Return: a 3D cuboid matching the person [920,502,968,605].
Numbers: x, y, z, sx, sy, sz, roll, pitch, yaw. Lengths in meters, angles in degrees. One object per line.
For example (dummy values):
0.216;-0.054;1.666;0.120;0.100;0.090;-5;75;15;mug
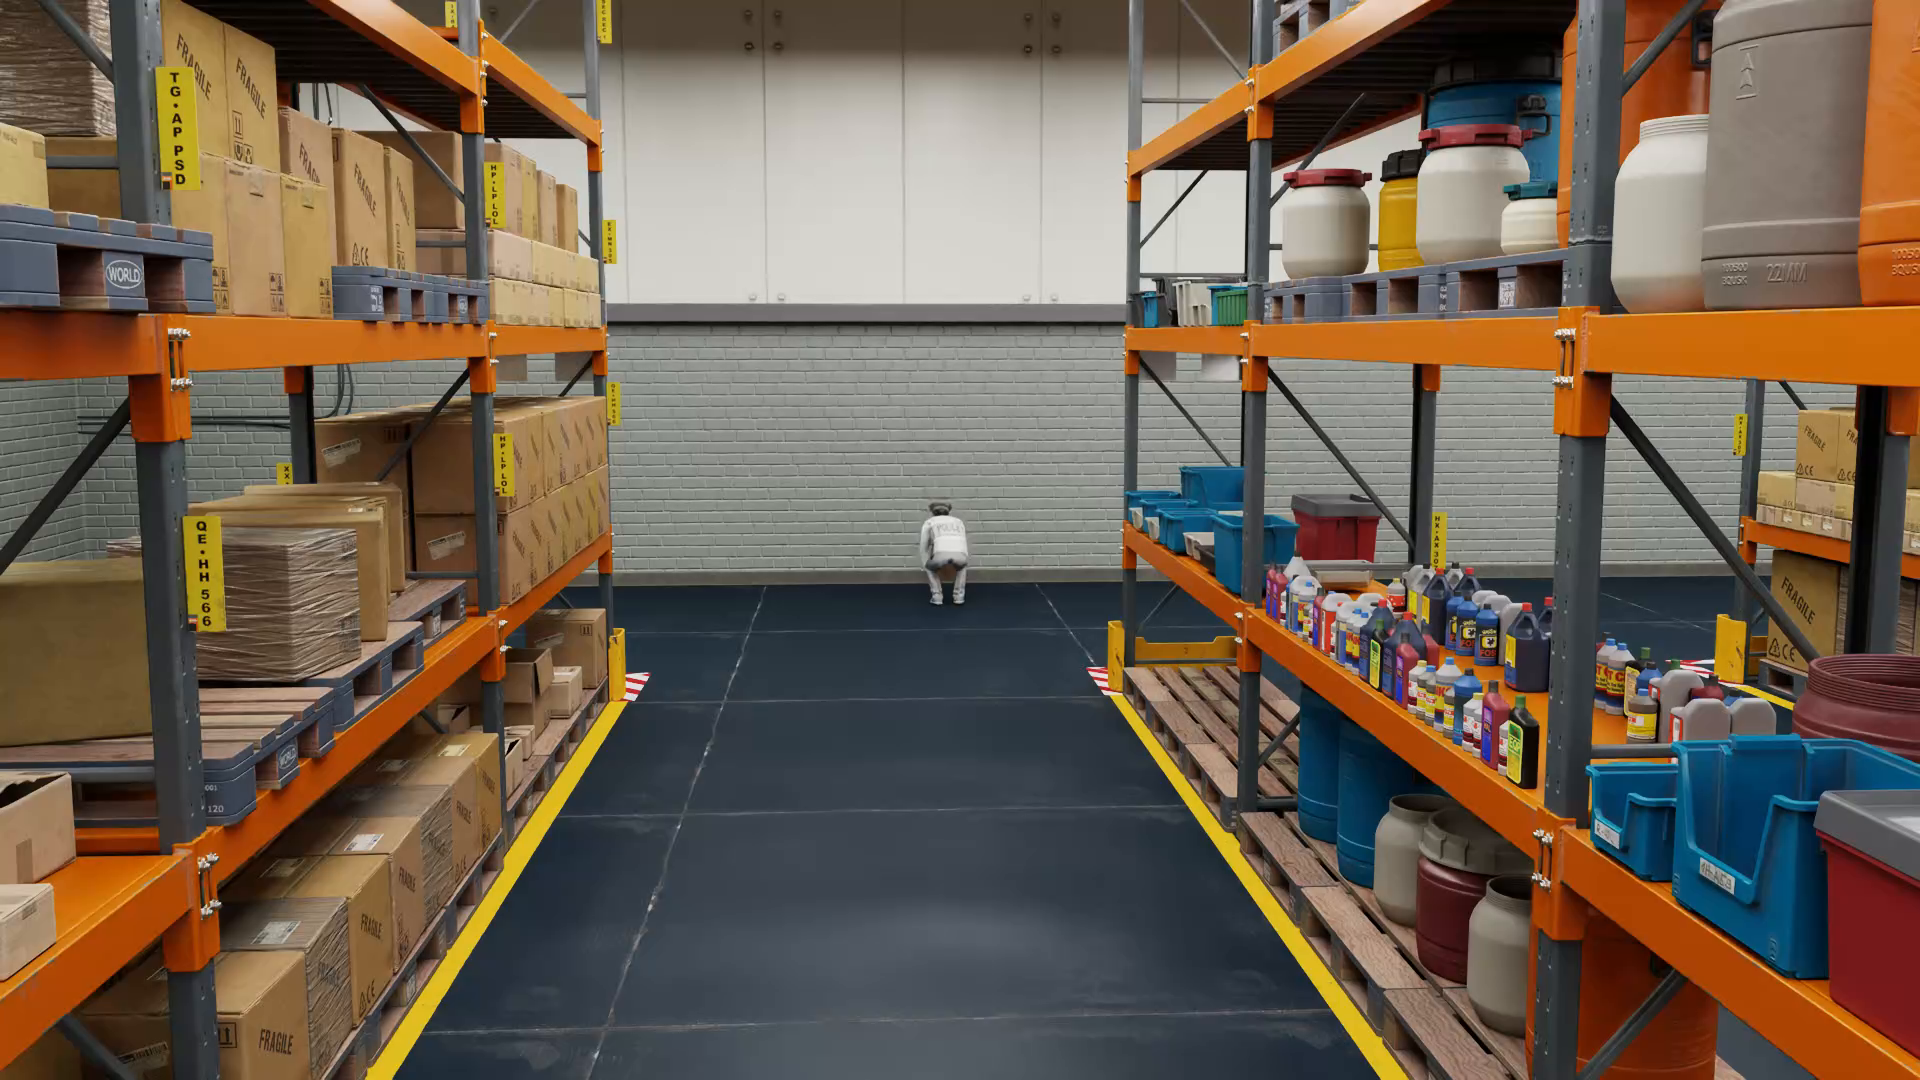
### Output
-0.163;0.137;17.240;0.497;1.036;0.819;0;7;-4;person
